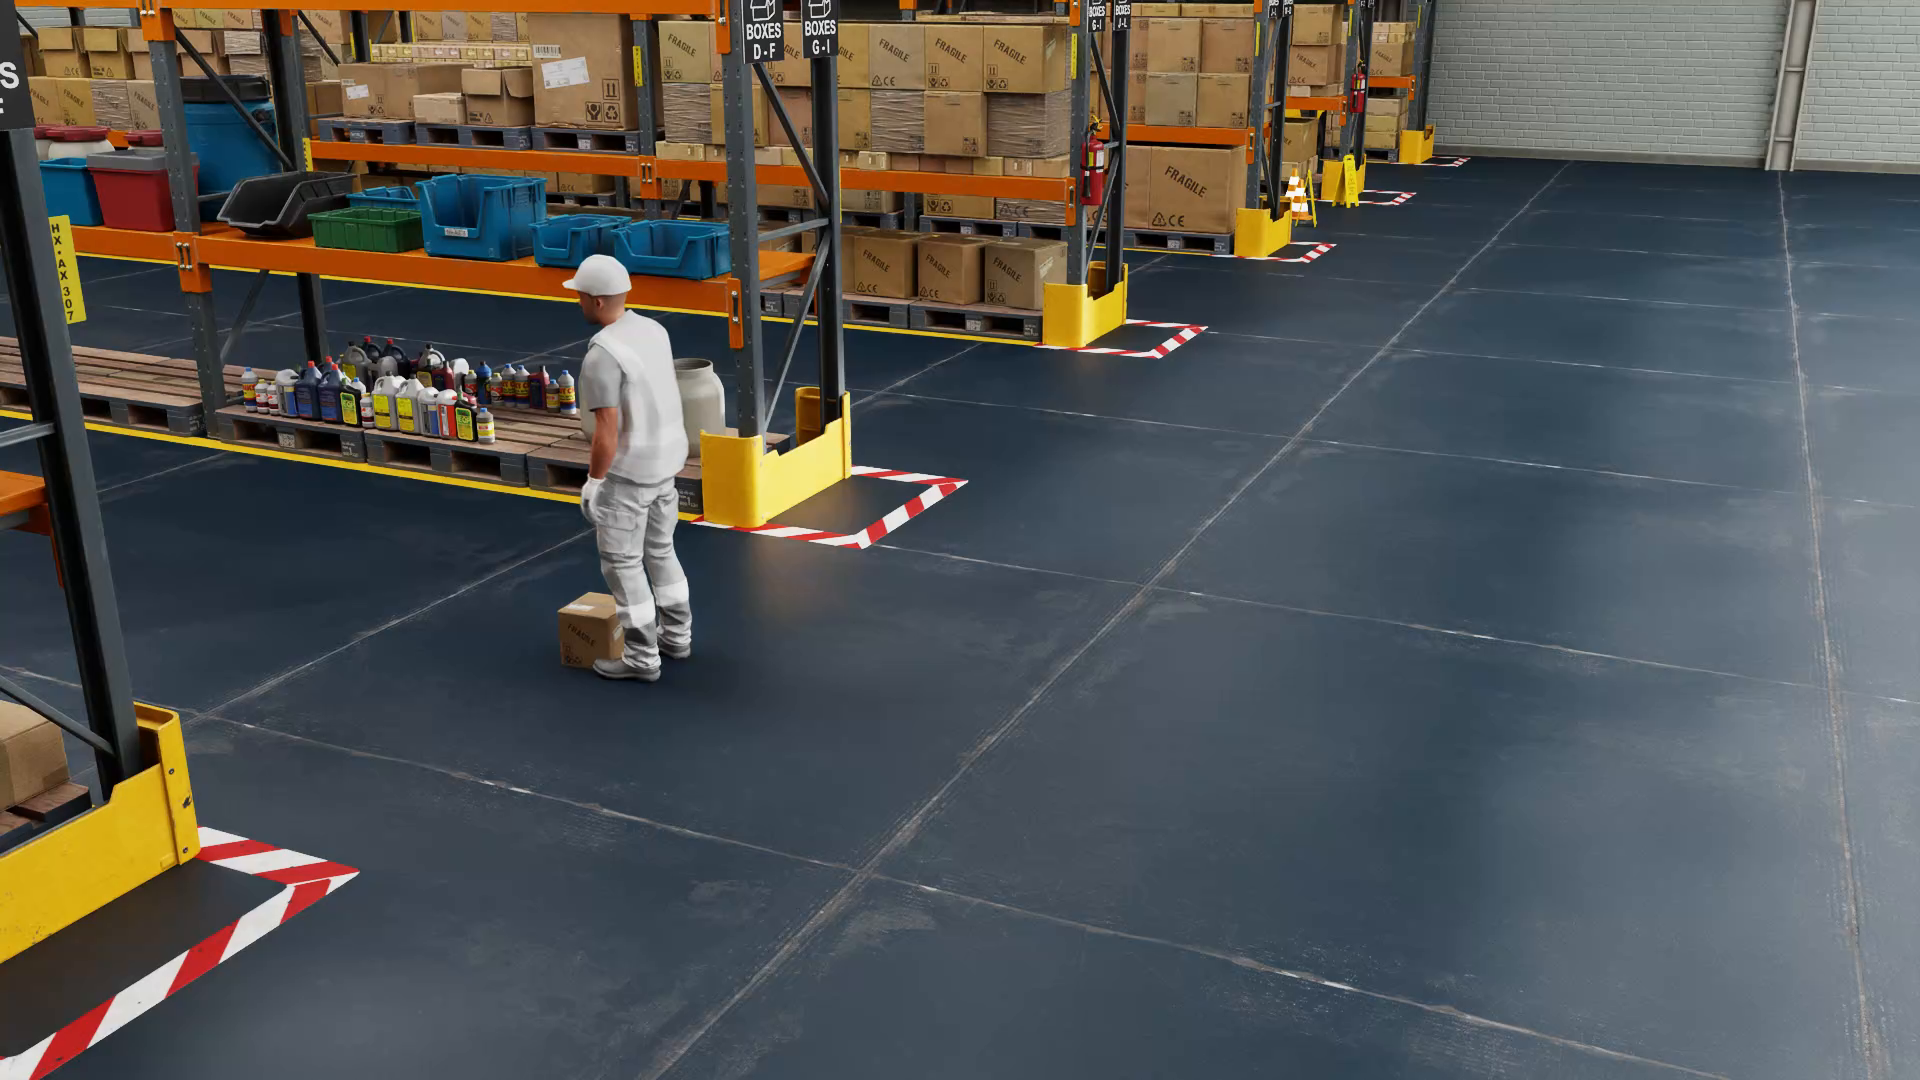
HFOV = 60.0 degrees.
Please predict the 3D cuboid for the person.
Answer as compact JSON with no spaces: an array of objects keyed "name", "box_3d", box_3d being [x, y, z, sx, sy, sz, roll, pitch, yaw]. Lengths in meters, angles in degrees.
[{"name":"person","box_3d":[-1.366,-0.289,6.886,0.446,1.780,0.620,7,20,20]}]
